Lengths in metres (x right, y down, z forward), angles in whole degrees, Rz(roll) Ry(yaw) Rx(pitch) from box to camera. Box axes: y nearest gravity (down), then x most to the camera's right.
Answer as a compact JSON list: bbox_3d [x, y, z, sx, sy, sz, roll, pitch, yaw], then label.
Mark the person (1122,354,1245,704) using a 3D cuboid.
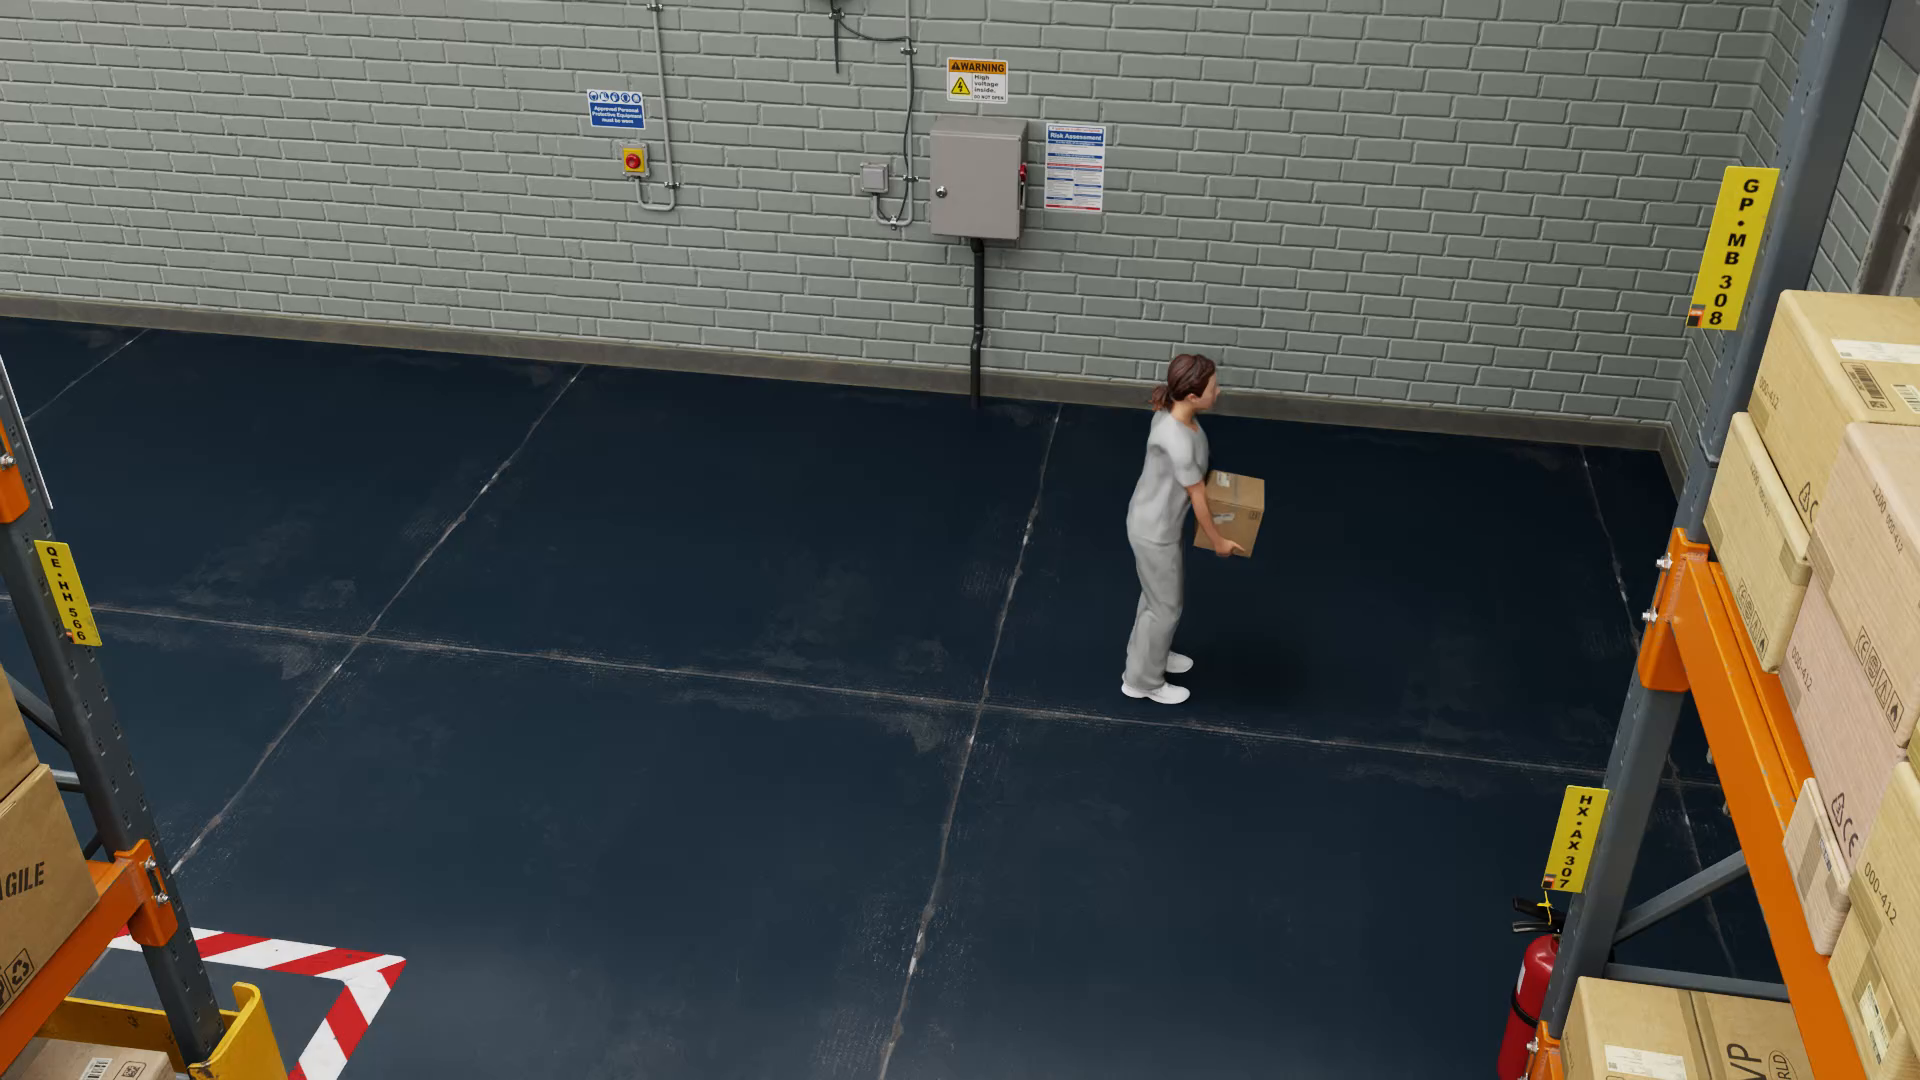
[{"bbox_3d":[0.980,-0.039,7.236,0.513,1.643,0.410,5,33,7],"label":"person"}]
